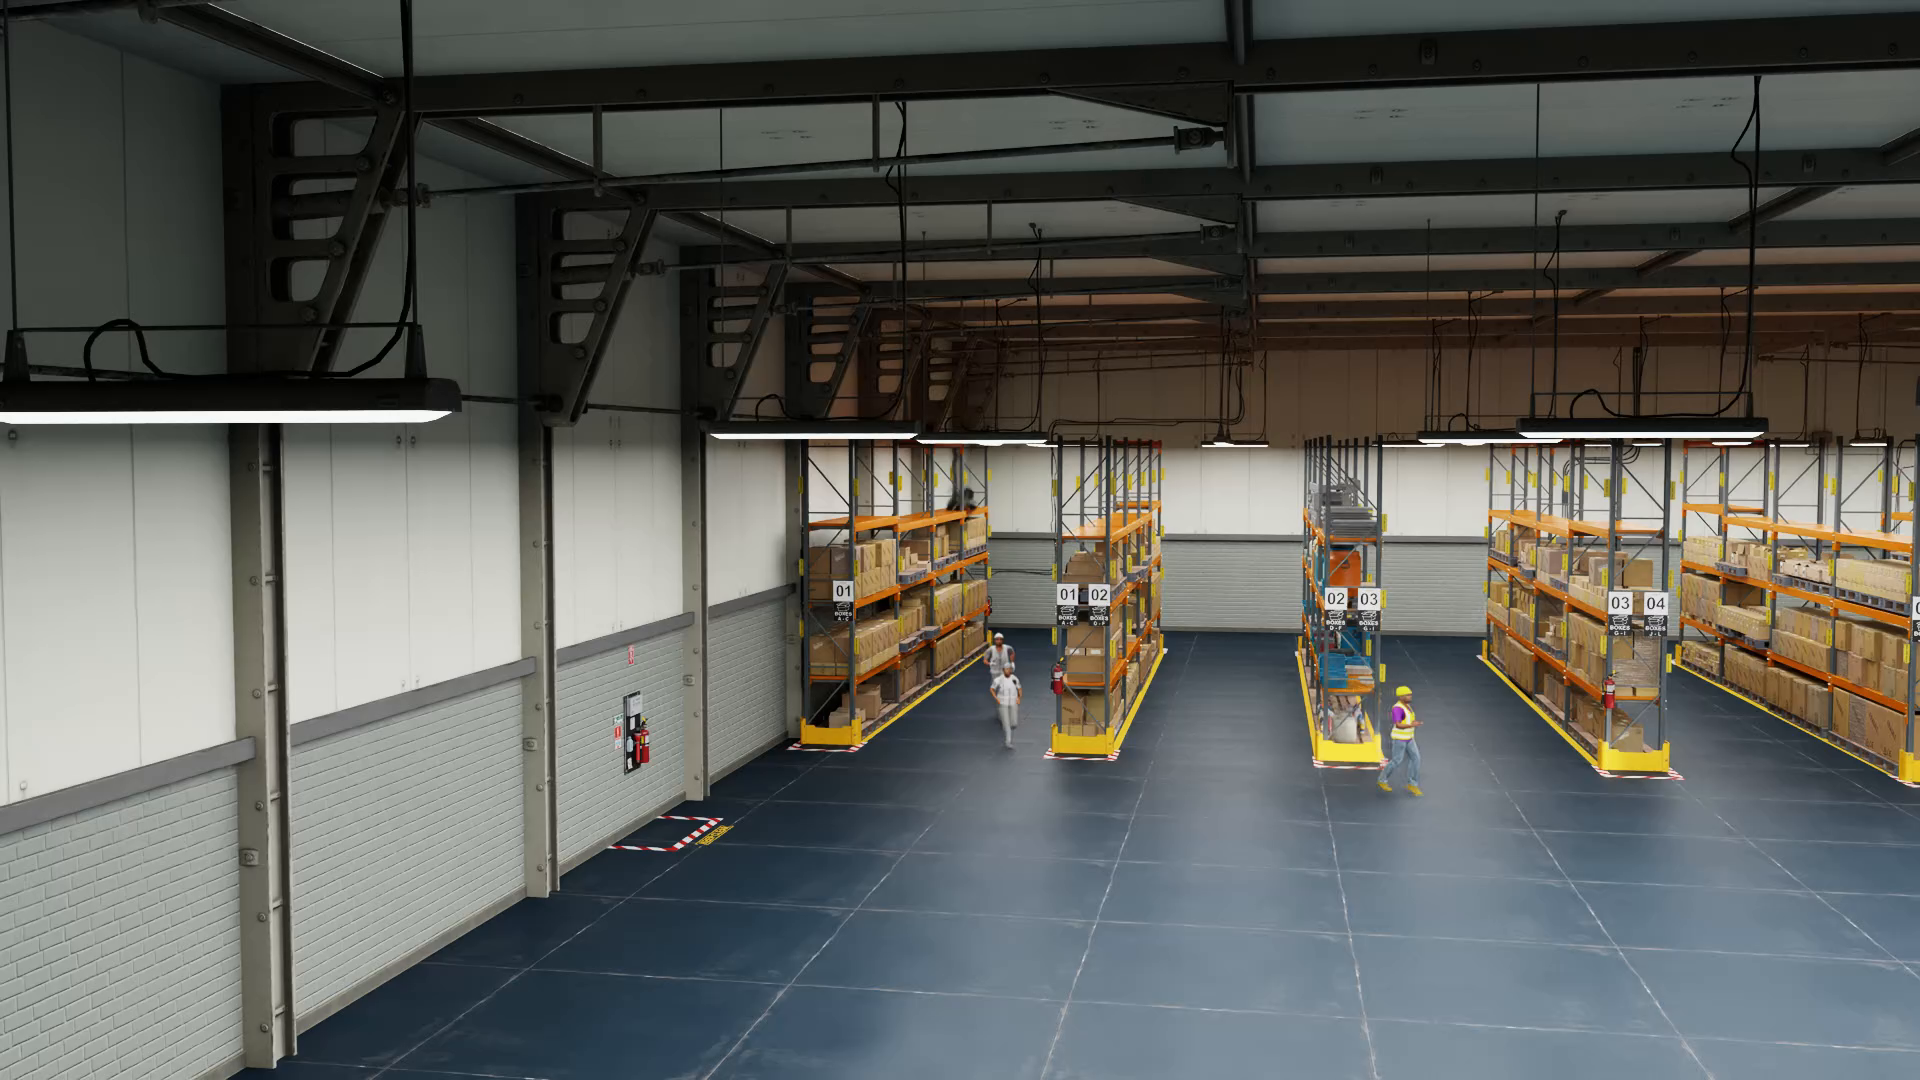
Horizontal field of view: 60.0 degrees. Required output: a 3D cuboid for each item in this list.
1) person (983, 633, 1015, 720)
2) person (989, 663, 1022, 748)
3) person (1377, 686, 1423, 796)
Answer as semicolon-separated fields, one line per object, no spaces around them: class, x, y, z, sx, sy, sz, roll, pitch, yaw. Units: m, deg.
person;0.844;2.913;35.703;0.690;1.848;0.913;0;3;-2
person;0.891;3.179;32.188;0.628;1.614;0.665;-1;3;-16
person;7.336;3.340;27.613;0.774;1.834;0.720;2;4;38
